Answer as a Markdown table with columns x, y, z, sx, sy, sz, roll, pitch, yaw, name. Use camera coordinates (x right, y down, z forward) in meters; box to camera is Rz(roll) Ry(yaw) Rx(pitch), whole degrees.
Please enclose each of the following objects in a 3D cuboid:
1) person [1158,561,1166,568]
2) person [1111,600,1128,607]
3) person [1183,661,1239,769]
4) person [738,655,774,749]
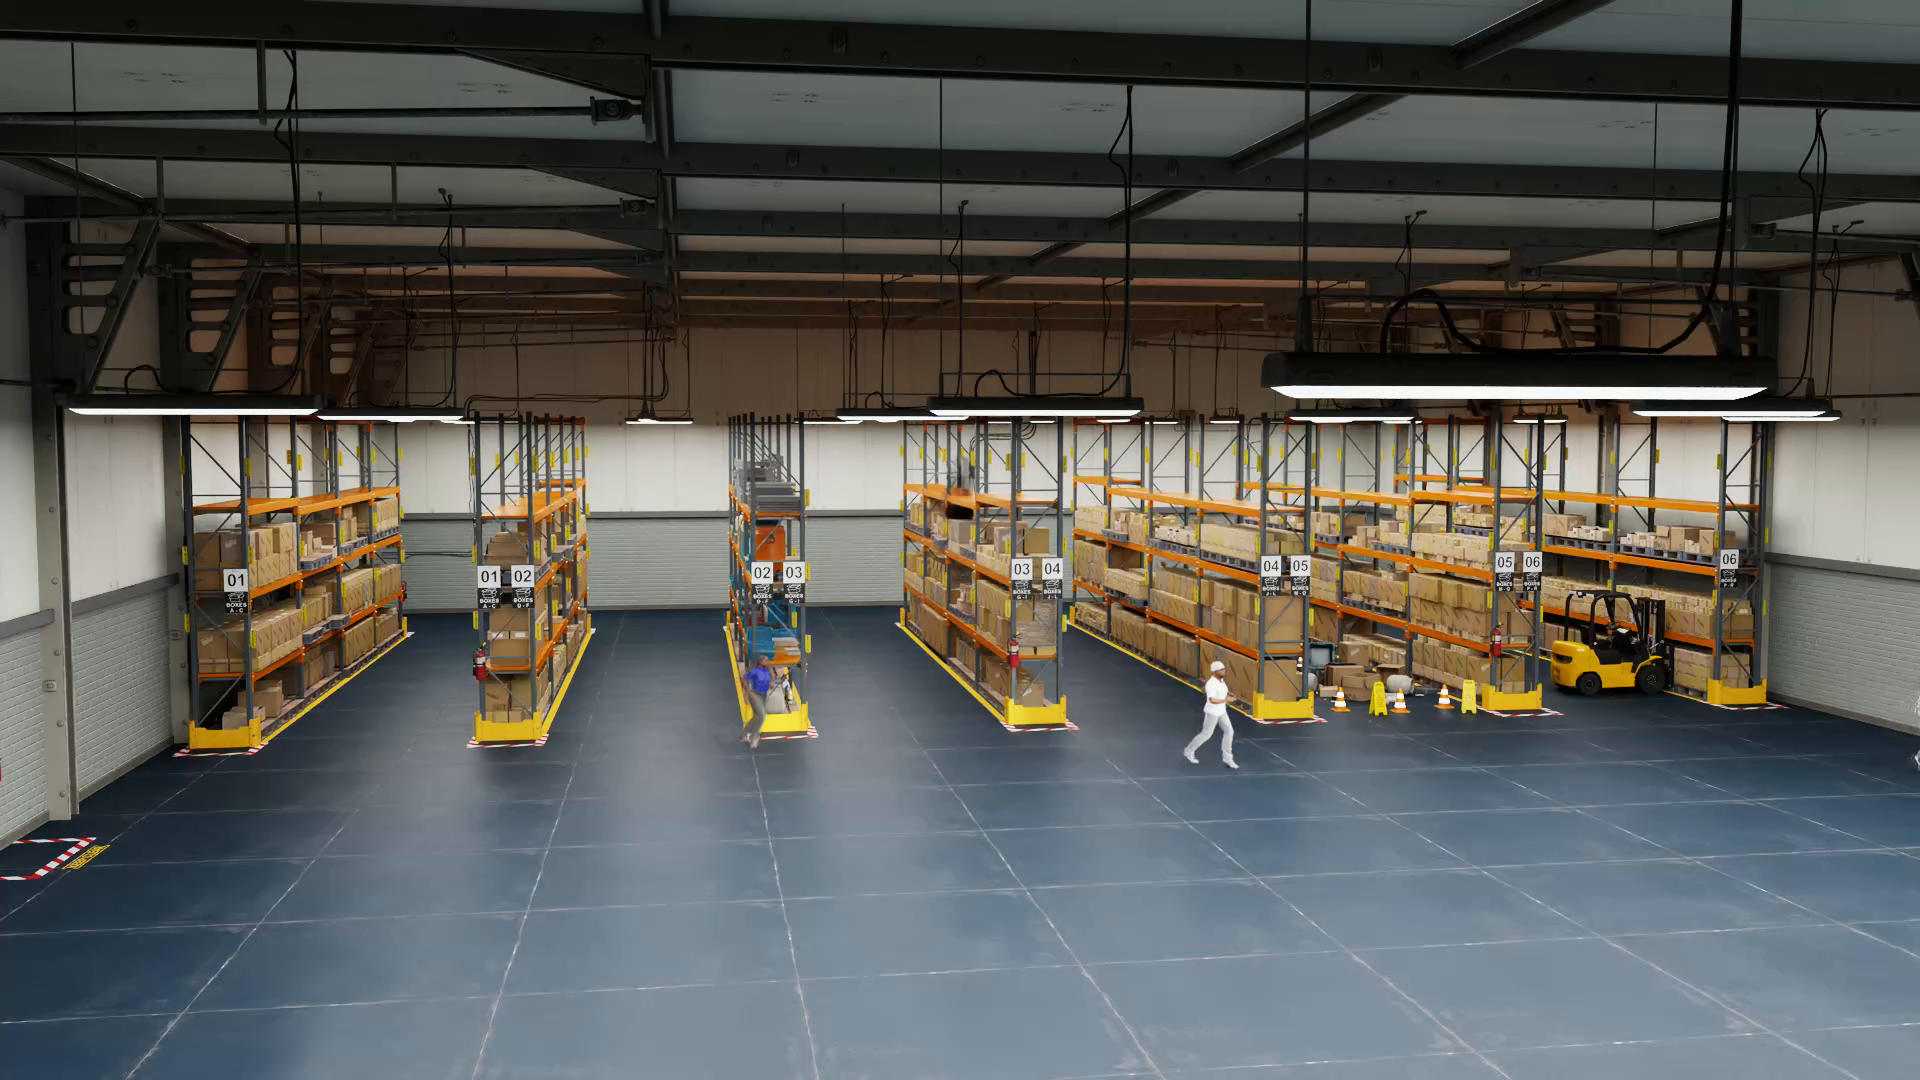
| x | y | z | sx | sy | sz | roll | pitch | yaw | name |
| --- | --- | --- | --- | --- | --- | --- | --- | --- | --- |
| 6.197 | 1.478 | 50.371 | 0.917 | 1.672 | 0.577 | 0 | 4 | -5 | person |
| 4.727 | 1.477 | 49.612 | 0.761 | 1.780 | 0.923 | -2 | 5 | -32 | person |
| 4.256 | 2.858 | 28.001 | 0.892 | 1.653 | 0.710 | 2 | 4 | 29 | person |
| -3.651 | 2.946 | 29.949 | 0.682 | 1.561 | 0.646 | 2 | 5 | 31 | person |
